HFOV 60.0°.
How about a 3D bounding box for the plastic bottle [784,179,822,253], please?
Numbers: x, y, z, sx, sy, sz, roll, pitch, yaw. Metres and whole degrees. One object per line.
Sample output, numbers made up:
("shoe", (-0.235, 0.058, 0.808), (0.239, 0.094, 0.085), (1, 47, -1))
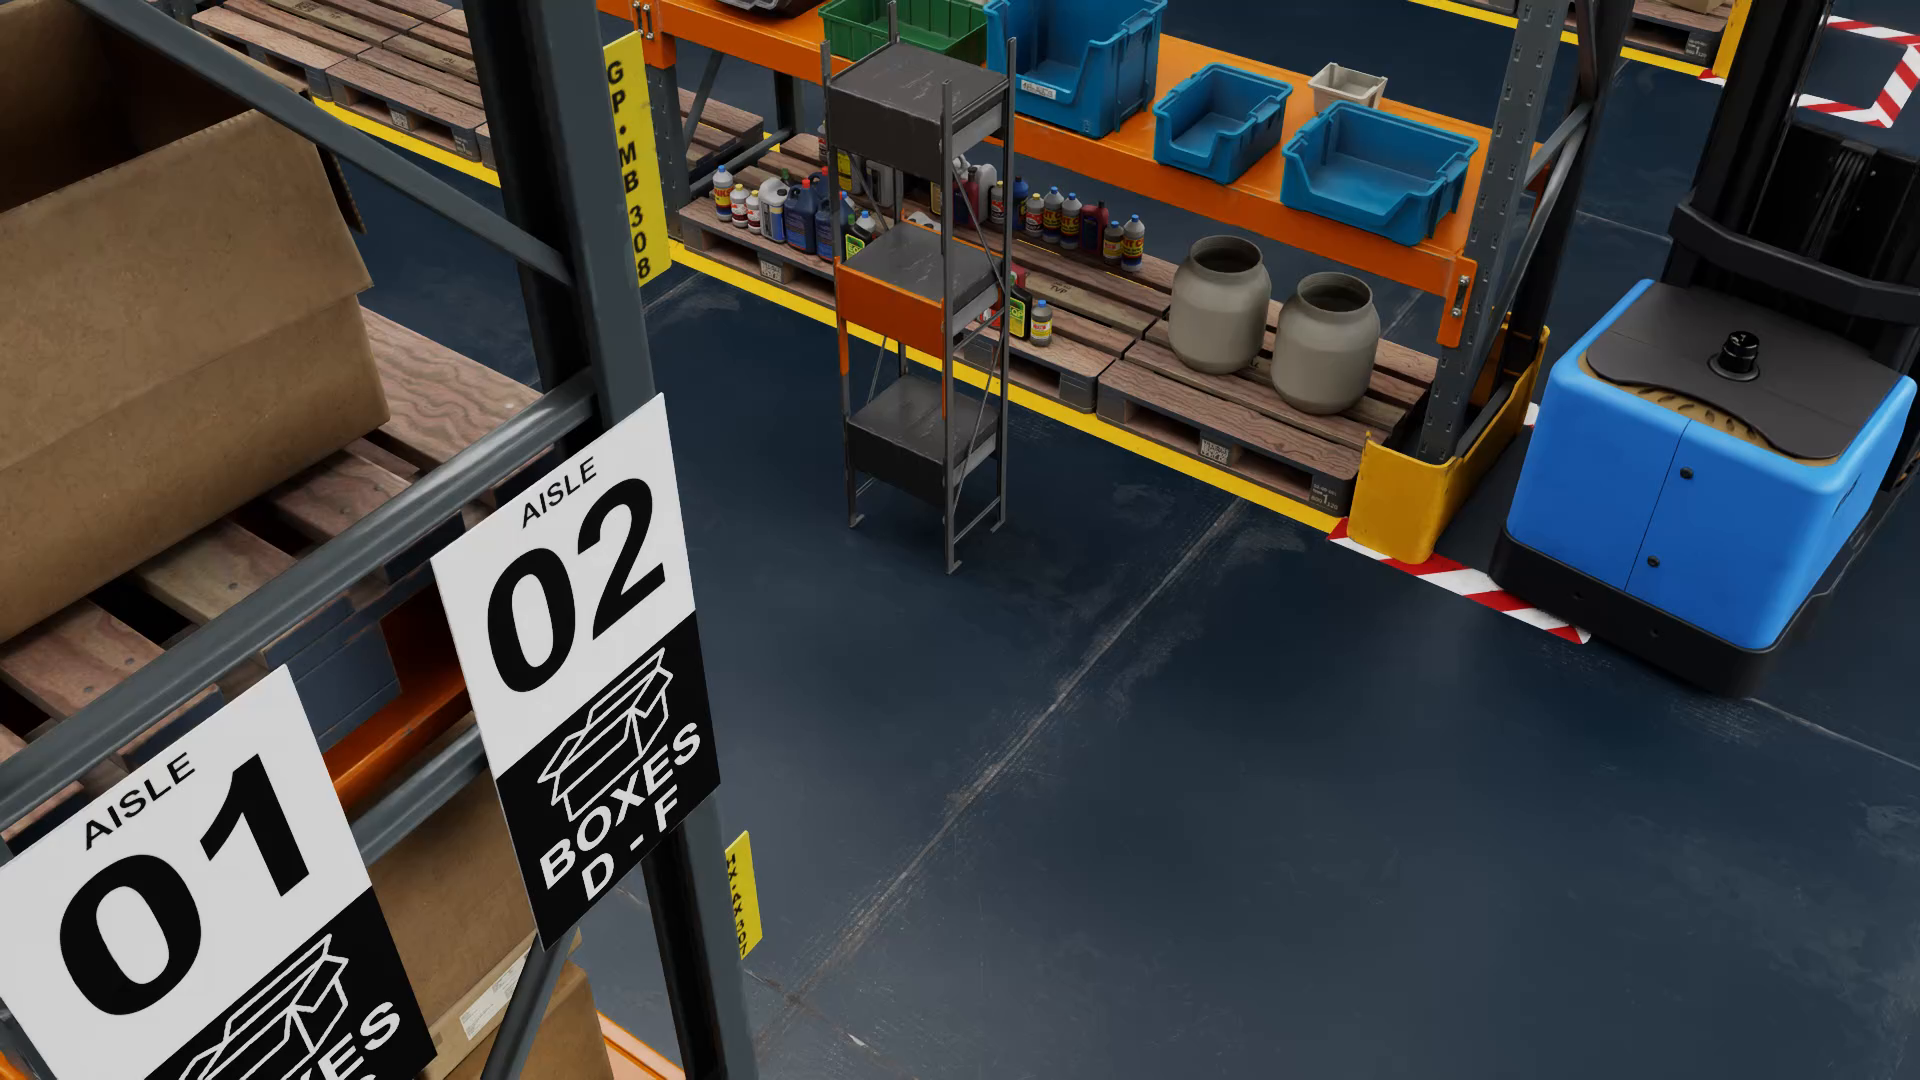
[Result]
("plastic bottle", (-0.737, -1.556, 7.896), (0.185, 0.351, 0.144), (26, 48, 26))

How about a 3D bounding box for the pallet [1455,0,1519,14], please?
("pallet", (3.257, -3.875, 10.922), (1.213, 0.211, 1.003), (25, 48, 25))

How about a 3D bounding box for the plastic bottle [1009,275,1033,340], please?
("plastic bottle", (0.253, -1.034, 7.363), (0.133, 0.283, 0.061), (26, 48, 26))

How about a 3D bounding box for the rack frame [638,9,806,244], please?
("rack frame", (-1.160, -2.915, 7.758), (0.127, 3.000, 1.000), (25, 48, 25))

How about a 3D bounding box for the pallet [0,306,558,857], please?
("pallet", (-1.296, -0.050, 2.373), (1.213, 0.211, 1.003), (25, 48, 25))

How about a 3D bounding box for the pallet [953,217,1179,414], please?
("pallet", (0.369, -1.129, 7.853), (1.213, 0.211, 1.003), (25, 48, 25))

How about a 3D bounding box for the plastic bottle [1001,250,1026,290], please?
("plastic bottle", (0.230, -1.169, 7.514), (0.133, 0.283, 0.061), (25, 48, 25))

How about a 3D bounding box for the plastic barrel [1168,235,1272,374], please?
("plastic barrel", (1.122, -1.015, 7.185), (0.421, 0.512, 0.421), (0, 42, 0))

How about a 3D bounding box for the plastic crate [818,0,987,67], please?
("plastic crate", (-0.211, -2.162, 7.076), (0.662, 0.188, 0.450), (25, 48, 25))

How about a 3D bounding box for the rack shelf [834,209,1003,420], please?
("rack shelf", (-0.136, -0.836, 6.130), (0.480, 0.518, 0.431), (25, 48, 25))

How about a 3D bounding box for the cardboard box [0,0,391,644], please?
("cardboard box", (-1.200, -0.268, 2.053), (0.637, 0.503, 0.797), (28, 49, 28))

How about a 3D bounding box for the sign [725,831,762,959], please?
("sign", (-0.409, 0.667, 3.047), (0.005, 0.325, 0.100), (25, 48, 25))

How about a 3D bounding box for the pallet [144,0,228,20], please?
("pallet", (-5.104, -3.686, 10.711), (1.213, 0.211, 1.003), (25, 48, 25))

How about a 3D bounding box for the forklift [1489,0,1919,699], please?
("forklift", (3.412, -1.426, 6.146), (1.130, 2.935, 3.031), (30, 50, 29))

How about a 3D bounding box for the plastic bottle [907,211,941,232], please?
("plastic bottle", (-0.170, -1.384, 7.759), (0.135, 0.276, 0.152), (25, 48, 25))

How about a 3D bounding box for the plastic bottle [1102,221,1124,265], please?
("plastic bottle", (0.725, -1.408, 7.843), (0.097, 0.201, 0.097), (0, 42, 0))

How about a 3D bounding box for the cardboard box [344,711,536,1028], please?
("cardboard box", (-1.151, 0.593, 2.790), (0.500, 0.500, 0.700), (25, 48, 25))

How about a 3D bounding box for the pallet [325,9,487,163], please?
("pallet", (-2.828, -2.622, 9.522), (1.213, 0.211, 1.003), (25, 48, 25))

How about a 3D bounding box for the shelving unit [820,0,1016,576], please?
("shelving unit", (-0.136, -0.846, 6.121), (0.503, 2.100, 0.431), (25, 48, 25))

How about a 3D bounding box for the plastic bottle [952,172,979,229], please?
("plastic bottle", (0.024, -1.657, 8.060), (0.133, 0.283, 0.061), (25, 48, 25))

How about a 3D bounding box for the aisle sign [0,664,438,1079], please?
("aisle sign", (-0.847, 0.536, 1.952), (0.004, 0.787, 0.394), (25, 48, 25))

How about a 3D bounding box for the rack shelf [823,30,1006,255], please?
("rack shelf", (-0.136, -1.357, 5.663), (0.480, 0.518, 0.431), (25, 48, 25))

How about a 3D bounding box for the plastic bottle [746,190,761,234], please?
("plastic bottle", (-0.984, -1.597, 8.054), (0.097, 0.201, 0.097), (0, 42, 0))

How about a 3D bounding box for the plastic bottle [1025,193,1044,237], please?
("plastic bottle", (0.366, -1.576, 8.031), (0.097, 0.201, 0.097), (0, 42, 0))

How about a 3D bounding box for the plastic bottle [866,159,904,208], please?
("plastic bottle", (-0.375, -1.811, 8.237), (0.135, 0.276, 0.152), (25, 48, 25))

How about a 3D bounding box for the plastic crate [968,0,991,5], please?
("plastic crate", (0.315, -2.333, 7.306), (0.437, 0.136, 0.530), (25, 48, 25))

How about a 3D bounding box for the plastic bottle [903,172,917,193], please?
("plastic bottle", (-0.310, -1.929, 8.313), (0.185, 0.351, 0.144), (23, 47, 23))

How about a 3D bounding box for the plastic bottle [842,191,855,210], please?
("plastic bottle", (-0.549, -1.537, 7.934), (0.097, 0.271, 0.097), (0, 42, 0))

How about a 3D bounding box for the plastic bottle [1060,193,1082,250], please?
("plastic bottle", (0.529, -1.526, 7.922), (0.097, 0.271, 0.097), (0, 42, 0))

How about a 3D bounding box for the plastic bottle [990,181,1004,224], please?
("plastic bottle", (0.197, -1.655, 8.119), (0.097, 0.201, 0.097), (0, 42, 0))

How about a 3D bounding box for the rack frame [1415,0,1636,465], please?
("rack frame", (2.115, -1.383, 6.046), (0.127, 3.000, 1.000), (25, 48, 25))

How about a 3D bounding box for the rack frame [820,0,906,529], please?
("rack frame", (-0.335, -0.939, 6.225), (0.015, 2.100, 0.400), (25, 48, 25))

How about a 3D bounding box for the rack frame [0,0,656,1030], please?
("rack frame", (-0.732, -0.916, 1.025), (0.127, 3.000, 1.000), (25, 48, 25))

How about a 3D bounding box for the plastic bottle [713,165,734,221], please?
("plastic bottle", (-1.151, -1.701, 8.117), (0.097, 0.271, 0.097), (0, 42, 0))

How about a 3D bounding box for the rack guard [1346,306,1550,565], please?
("rack guard", (2.026, -0.455, 6.884), (0.348, 0.500, 1.175), (25, 48, 25))

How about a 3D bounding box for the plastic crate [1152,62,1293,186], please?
("plastic crate", (1.005, -1.608, 6.409), (0.408, 0.251, 0.499), (25, 48, 25))

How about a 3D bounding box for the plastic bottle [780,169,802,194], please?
("plastic bottle", (-0.810, -1.655, 8.057), (0.133, 0.283, 0.061), (25, 48, 25))

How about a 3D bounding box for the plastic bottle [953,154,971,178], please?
("plastic bottle", (-0.046, -1.805, 8.175), (0.185, 0.351, 0.144), (25, 47, 25))

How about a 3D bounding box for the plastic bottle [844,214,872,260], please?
("plastic bottle", (-0.472, -1.373, 7.742), (0.133, 0.283, 0.061), (27, 48, 27))

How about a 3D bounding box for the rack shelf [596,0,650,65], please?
("rack shelf", (-2.797, -3.412, 8.854), (4.000, 0.370, 1.077), (25, 48, 25))
